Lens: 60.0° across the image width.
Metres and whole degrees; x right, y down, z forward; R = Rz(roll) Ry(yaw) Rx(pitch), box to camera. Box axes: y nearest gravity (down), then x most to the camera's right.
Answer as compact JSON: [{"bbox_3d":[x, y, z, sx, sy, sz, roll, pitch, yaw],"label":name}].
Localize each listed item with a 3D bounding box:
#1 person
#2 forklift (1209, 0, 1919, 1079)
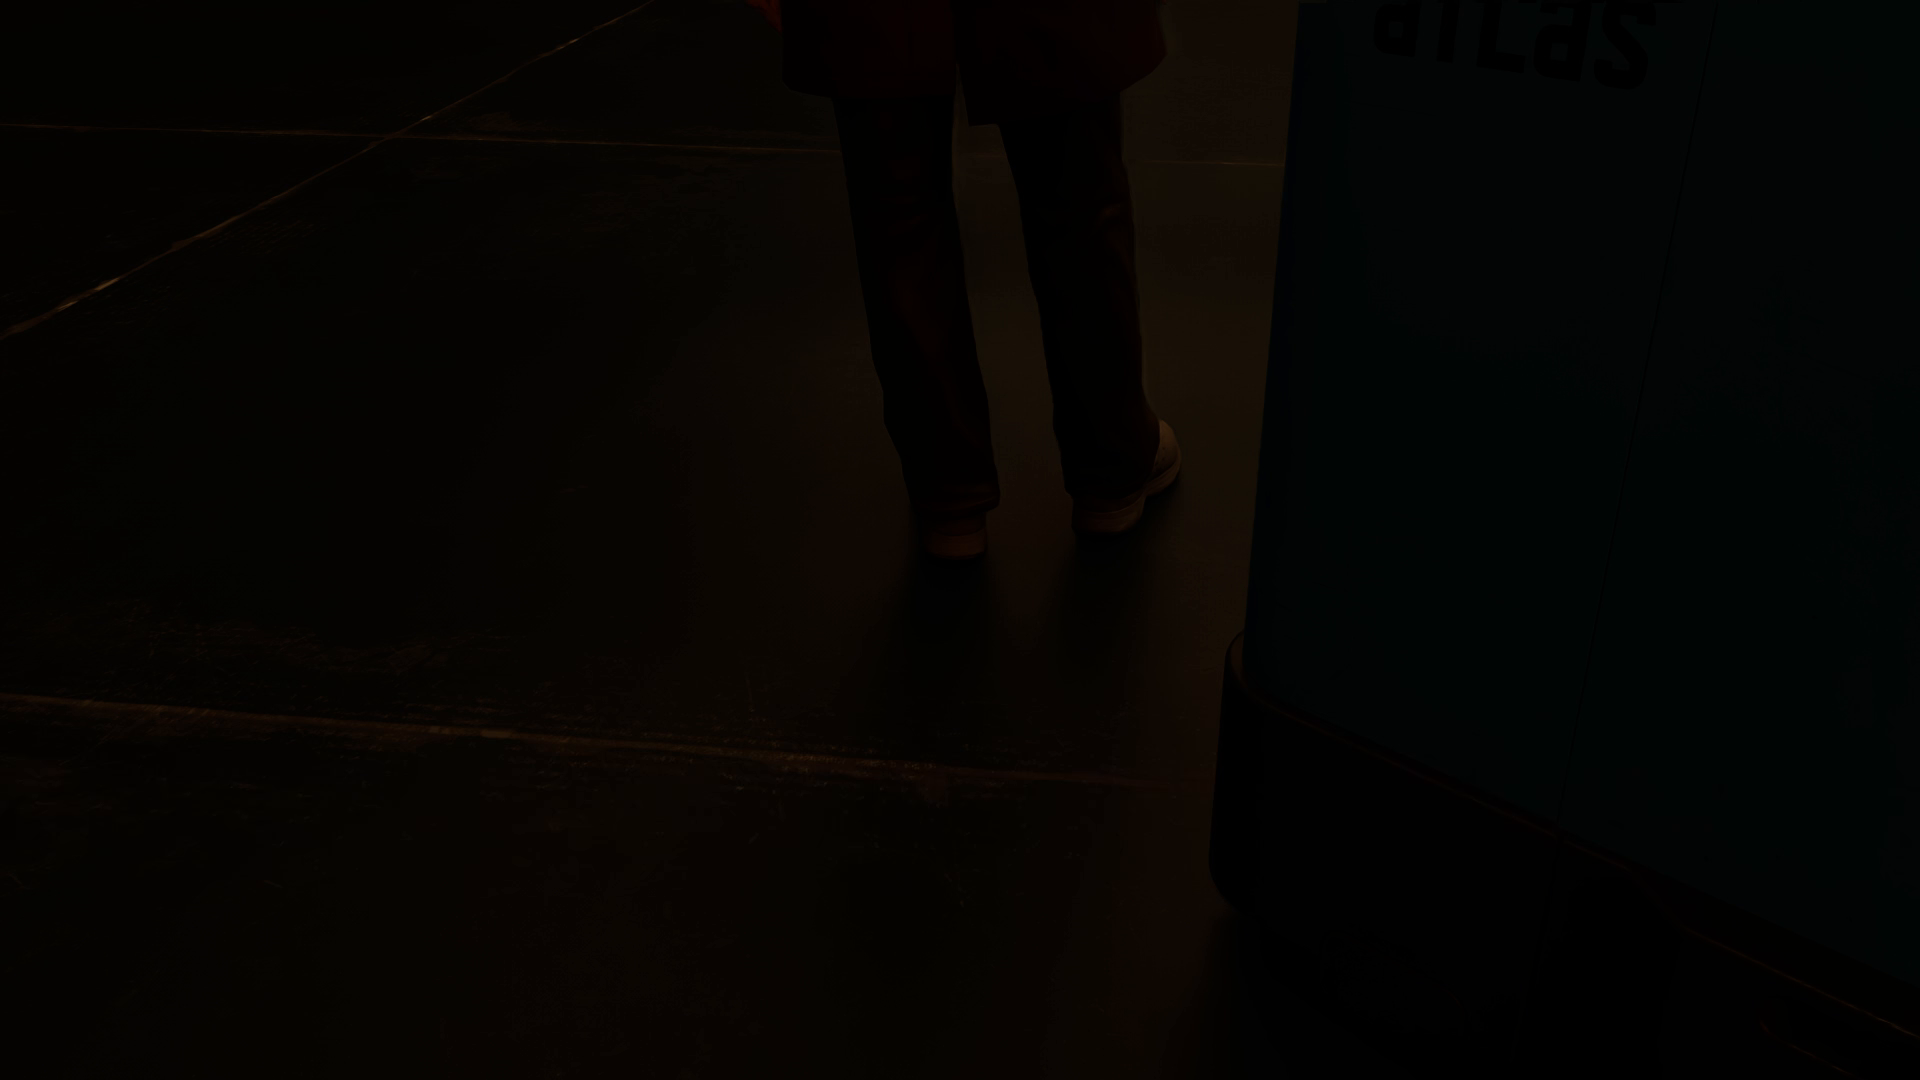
[{"bbox_3d":[0.003,-0.840,2.195,0.699,1.778,0.549,3,27,6],"label":"person"},{"bbox_3d":[1.654,-0.606,0.432,3.031,2.935,1.130,24,35,39],"label":"forklift"}]
